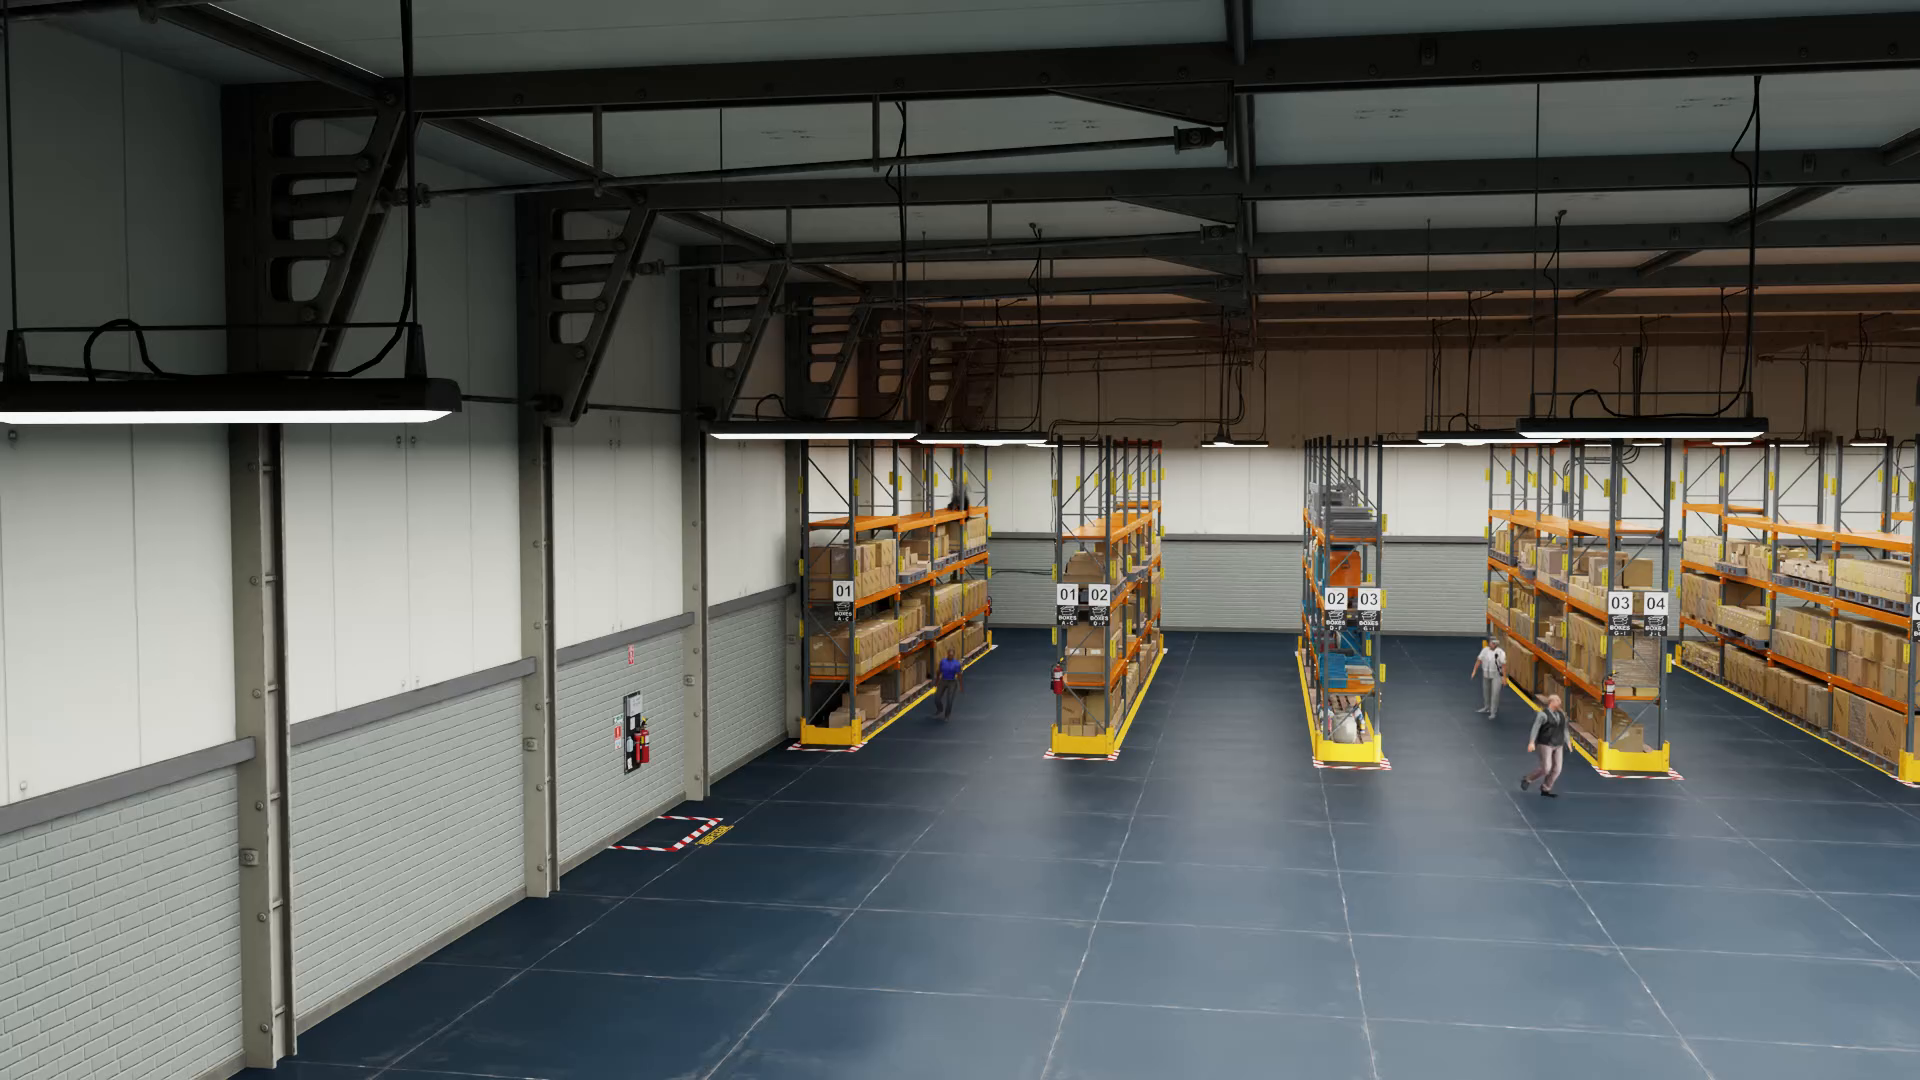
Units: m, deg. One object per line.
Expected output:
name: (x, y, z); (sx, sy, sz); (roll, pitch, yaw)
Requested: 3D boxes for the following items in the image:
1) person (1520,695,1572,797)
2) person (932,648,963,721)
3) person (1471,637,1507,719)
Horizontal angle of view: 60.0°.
person: (9.674, 3.430, 27.460); (0.762, 1.605, 0.567); (-1, 3, -23)
person: (-0.262, 3.034, 35.054); (0.731, 1.571, 0.617); (1, 3, 12)
person: (11.397, 2.936, 35.764); (0.715, 1.745, 0.780); (3, 4, 43)
